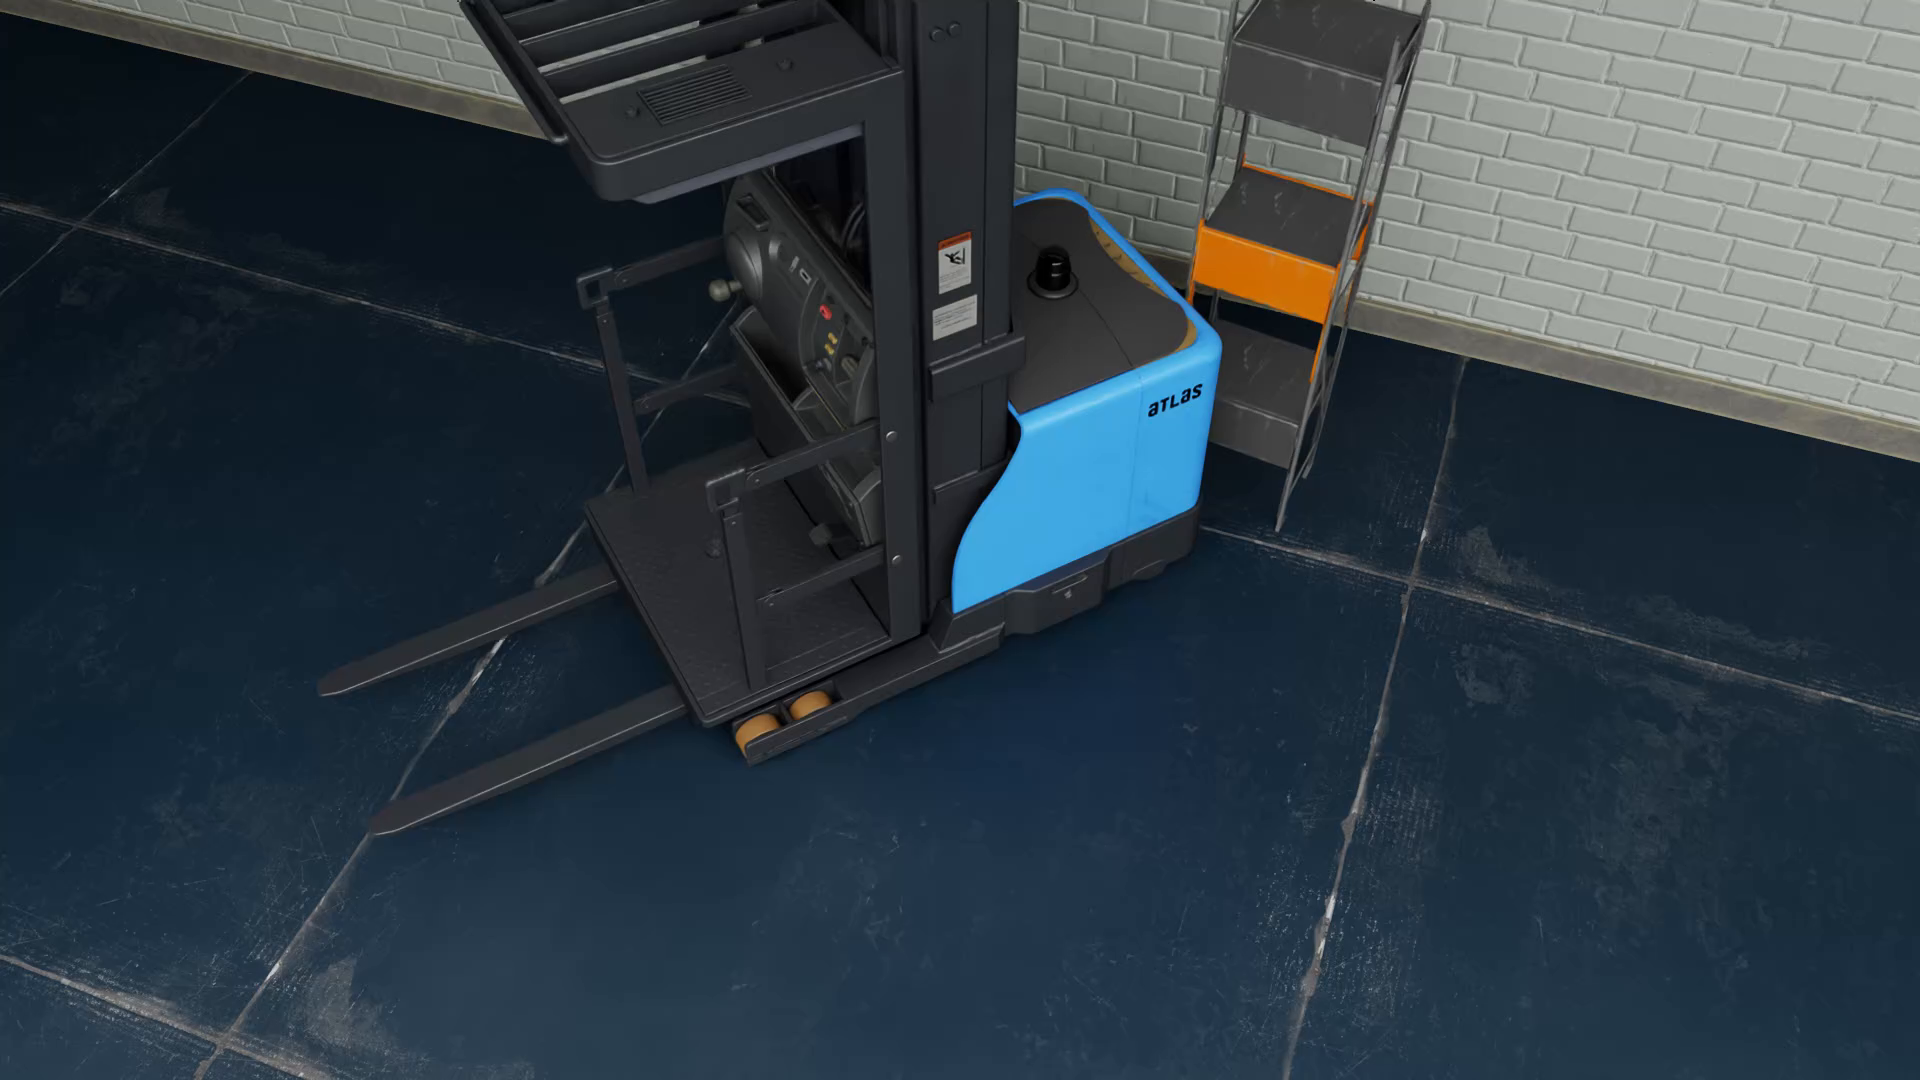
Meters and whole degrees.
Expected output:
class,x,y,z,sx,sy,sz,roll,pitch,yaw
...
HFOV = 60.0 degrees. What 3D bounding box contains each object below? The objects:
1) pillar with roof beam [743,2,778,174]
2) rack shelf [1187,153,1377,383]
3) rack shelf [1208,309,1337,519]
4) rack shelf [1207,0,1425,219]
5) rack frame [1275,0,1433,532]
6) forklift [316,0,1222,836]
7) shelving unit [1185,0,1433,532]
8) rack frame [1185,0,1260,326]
class,x,y,z,sx,sy,sz,roll,pitch,yaw
pillar with roof beam,-2.235,-1.361,1.475,0.400,9.000,9.100,16,51,13
rack shelf,1.085,-0.928,5.675,0.480,0.518,0.431,22,52,16
rack shelf,1.072,-0.470,6.205,0.480,0.518,0.431,22,52,16
rack shelf,1.097,-1.385,5.145,0.480,0.518,0.431,22,52,16
rack frame,1.303,-0.850,5.595,0.015,2.100,0.400,22,52,16
forklift,-0.665,-0.676,4.896,3.031,2.935,1.130,-23,53,-19
shelving unit,1.085,-0.936,5.665,0.503,2.100,0.431,22,52,16
rack frame,0.867,-1.022,5.734,0.015,2.100,0.400,22,52,16
